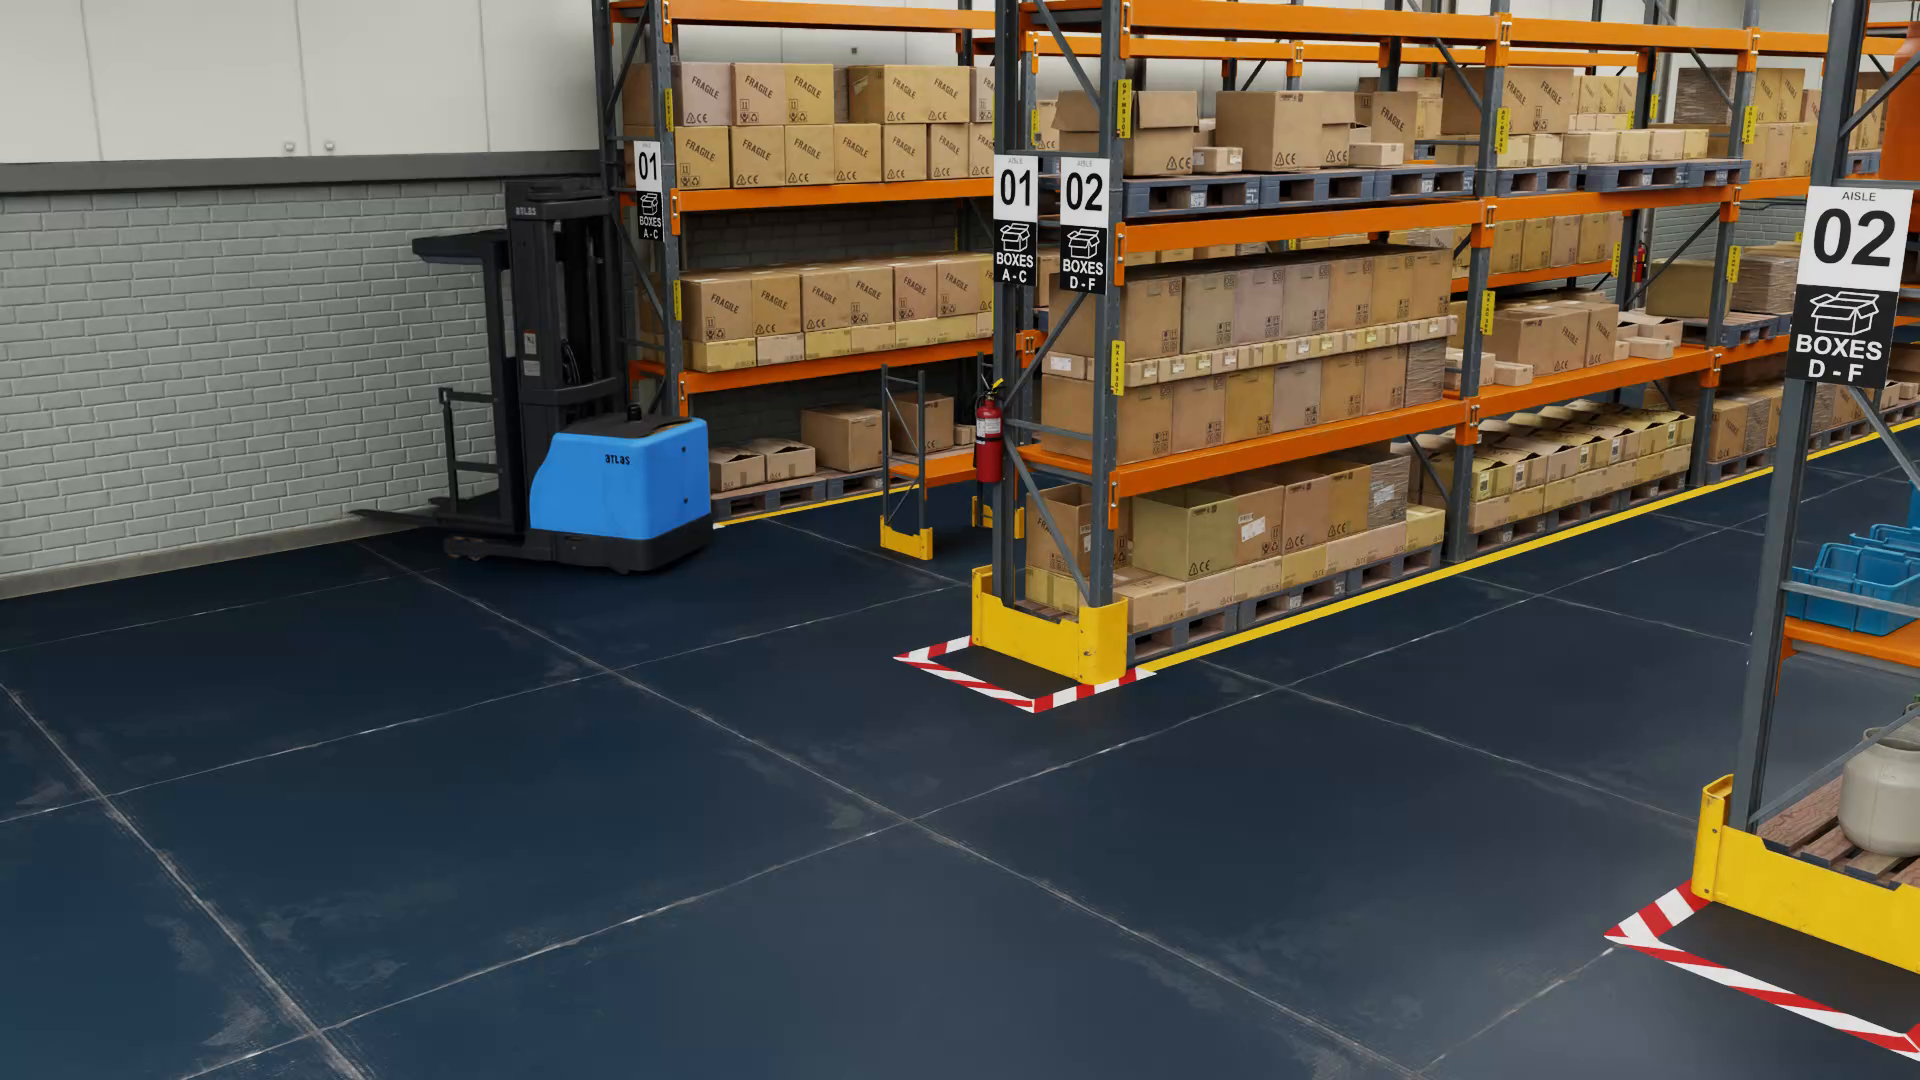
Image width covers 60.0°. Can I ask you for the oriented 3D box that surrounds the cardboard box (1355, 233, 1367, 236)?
[{"bbox_3d":[4.657,-3.771,19.792,0.500,0.250,0.500,-12,19,-39],"label":"cardboard box"}]

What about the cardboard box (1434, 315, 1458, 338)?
[{"bbox_3d":[3.538,-1.636,12.611,0.250,0.149,0.380,-13,20,-39],"label":"cardboard box"}]

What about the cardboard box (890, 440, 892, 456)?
[{"bbox_3d":[-0.871,-0.894,15.956,0.380,0.149,0.250,14,20,42],"label":"cardboard box"}]

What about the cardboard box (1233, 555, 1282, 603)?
[{"bbox_3d":[1.888,0.224,11.615,0.500,0.250,0.500,-13,19,-39],"label":"cardboard box"}]

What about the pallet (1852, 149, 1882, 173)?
[{"bbox_3d":[9.100,-3.979,17.385,1.003,0.211,1.213,-13,19,-39],"label":"pallet"}]

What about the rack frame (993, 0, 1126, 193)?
[{"bbox_3d":[0.585,-3.583,9.725,0.127,3.000,1.000,-13,19,-39],"label":"rack frame"}]

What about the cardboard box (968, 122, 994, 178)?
[{"bbox_3d":[0.128,-3.699,15.740,0.500,0.500,0.500,-12,19,-38],"label":"cardboard box"}]

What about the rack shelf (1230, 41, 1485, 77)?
[{"bbox_3d":[4.875,-5.700,19.820,4.000,0.370,1.077,-13,19,-39],"label":"rack shelf"}]

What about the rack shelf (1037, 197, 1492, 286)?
[{"bbox_3d":[2.094,-2.125,11.473,4.000,0.370,1.077,-13,19,-39],"label":"rack shelf"}]

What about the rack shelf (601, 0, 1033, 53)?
[{"bbox_3d":[-1.160,-4.536,14.695,4.000,0.370,1.077,-13,19,-39],"label":"rack shelf"}]

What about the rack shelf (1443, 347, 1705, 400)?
[{"bbox_3d":[5.112,-1.448,14.372,3.809,0.124,0.919,-13,19,-39],"label":"rack shelf"}]

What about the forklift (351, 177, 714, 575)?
[{"bbox_3d":[-3.559,-1.375,13.217,3.031,2.935,1.130,6,16,21],"label":"forklift"}]

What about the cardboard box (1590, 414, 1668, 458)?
[{"bbox_3d":[5.999,-0.959,14.955,0.500,0.311,0.500,-13,20,-40],"label":"cardboard box"}]

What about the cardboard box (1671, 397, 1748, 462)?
[{"bbox_3d":[7.151,-1.066,15.919,0.500,0.500,0.500,-12,19,-37],"label":"cardboard box"}]

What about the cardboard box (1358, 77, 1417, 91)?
[{"bbox_3d":[5.227,-5.533,20.341,0.500,0.250,0.500,-13,20,-41],"label":"cardboard box"}]

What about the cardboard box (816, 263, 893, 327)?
[{"bbox_3d":[-0.957,-2.228,15.076,0.500,0.500,0.500,-12,19,-38],"label":"cardboard box"}]

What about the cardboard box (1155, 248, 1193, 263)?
[{"bbox_3d":[2.093,-2.967,18.000,0.500,0.500,0.700,-13,19,-39],"label":"cardboard box"}]

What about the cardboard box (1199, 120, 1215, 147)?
[{"bbox_3d":[1.700,-2.702,11.327,0.500,0.311,0.500,-10,18,-33],"label":"cardboard box"}]

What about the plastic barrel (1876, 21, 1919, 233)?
[{"bbox_3d":[4.117,-1.686,6.791,0.708,0.830,0.600,-13,19,-39],"label":"plastic barrel"}]

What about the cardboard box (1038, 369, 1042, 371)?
[{"bbox_3d":[1.250,-1.556,17.753,0.500,0.500,0.700,-13,20,-40],"label":"cardboard box"}]

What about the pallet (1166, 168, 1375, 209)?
[{"bbox_3d":[2.057,-2.413,11.331,1.213,0.211,1.003,-13,19,-39],"label":"pallet"}]

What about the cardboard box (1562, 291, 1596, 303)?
[{"bbox_3d":[8.769,-3.428,23.546,0.250,0.149,0.380,-12,19,-38],"label":"cardboard box"}]

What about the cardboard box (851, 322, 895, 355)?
[{"bbox_3d":[-0.939,-1.867,15.180,0.500,0.250,0.500,-12,19,-39],"label":"cardboard box"}]

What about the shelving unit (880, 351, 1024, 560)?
[{"bbox_3d":[-0.058,-0.712,13.508,1.083,1.500,0.587,-13,19,-39],"label":"shelving unit"}]

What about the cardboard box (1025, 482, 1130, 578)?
[{"bbox_3d":[0.795,-0.070,11.260,0.500,0.500,0.500,-13,19,-39],"label":"cardboard box"}]

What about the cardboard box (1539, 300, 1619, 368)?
[{"bbox_3d":[5.365,-1.800,14.484,0.500,0.500,0.500,-14,20,-42],"label":"cardboard box"}]

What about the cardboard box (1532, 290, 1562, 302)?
[{"bbox_3d":[8.331,-3.461,23.667,0.250,0.149,0.380,-12,19,-39],"label":"cardboard box"}]

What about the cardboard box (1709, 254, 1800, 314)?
[{"bbox_3d":[7.837,-2.537,16.428,0.500,0.500,0.700,-9,17,-29],"label":"cardboard box"}]

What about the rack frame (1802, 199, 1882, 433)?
[{"bbox_3d":[9.638,-2.717,18.110,0.127,3.000,1.000,-13,19,-39],"label":"rack frame"}]

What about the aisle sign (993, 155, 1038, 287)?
[{"bbox_3d":[0.343,-1.986,10.336,0.004,0.787,0.394,-13,19,-39],"label":"aisle sign"}]

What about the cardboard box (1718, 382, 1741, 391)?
[{"bbox_3d":[7.563,-1.336,16.931,0.500,0.500,0.500,-14,20,-41],"label":"cardboard box"}]

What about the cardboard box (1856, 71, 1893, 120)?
[{"bbox_3d":[9.980,-4.788,17.917,0.500,0.500,0.700,-13,19,-39],"label":"cardboard box"}]

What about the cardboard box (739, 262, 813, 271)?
[{"bbox_3d":[-1.680,-2.241,15.124,0.500,0.500,0.500,-13,20,-41],"label":"cardboard box"}]

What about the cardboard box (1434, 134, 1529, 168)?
[{"bbox_3d":[4.074,-3.044,12.998,0.500,0.250,0.500,-10,18,-34],"label":"cardboard box"}]

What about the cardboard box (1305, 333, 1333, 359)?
[{"bbox_3d":[2.381,-1.375,11.636,0.250,0.149,0.380,-12,19,-38],"label":"cardboard box"}]

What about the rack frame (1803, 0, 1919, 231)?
[{"bbox_3d":[3.834,-2.618,6.113,0.127,3.000,1.000,-13,19,-39],"label":"rack frame"}]

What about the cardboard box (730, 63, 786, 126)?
[{"bbox_3d":[-1.808,-3.731,13.924,0.500,0.500,0.500,-13,20,-40],"label":"cardboard box"}]

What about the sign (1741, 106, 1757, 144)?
[{"bbox_3d":[6.979,-3.667,14.699,0.005,0.325,0.100,-13,19,-39],"label":"sign"}]

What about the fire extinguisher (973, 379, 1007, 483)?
[{"bbox_3d":[0.191,-0.717,10.773,0.183,0.674,0.296,-13,19,-39],"label":"fire extinguisher"}]

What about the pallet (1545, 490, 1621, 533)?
[{"bbox_3d":[5.054,-0.355,14.669,1.213,0.211,1.003,-13,19,-39],"label":"pallet"}]

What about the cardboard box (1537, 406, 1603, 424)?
[{"bbox_3d":[5.642,-1.063,15.344,0.500,0.311,0.500,-13,20,-41],"label":"cardboard box"}]

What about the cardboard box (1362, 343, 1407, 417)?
[{"bbox_3d":[2.879,-1.243,12.398,0.500,0.500,0.700,-13,20,-40],"label":"cardboard box"}]

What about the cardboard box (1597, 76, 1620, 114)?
[{"bbox_3d":[8.643,-6.089,22.751,0.500,0.500,0.500,-12,19,-38],"label":"cardboard box"}]

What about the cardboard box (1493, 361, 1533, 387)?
[{"bbox_3d":[4.406,-1.351,13.482,0.250,0.149,0.380,-13,19,-39],"label":"cardboard box"}]

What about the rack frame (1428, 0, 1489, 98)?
[{"bbox_3d":[6.383,-6.579,20.944,0.127,3.000,1.000,-13,19,-39],"label":"rack frame"}]

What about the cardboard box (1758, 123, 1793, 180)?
[{"bbox_3d":[7.312,-3.704,15.798,0.500,0.500,0.910,-13,19,-39],"label":"cardboard box"}]

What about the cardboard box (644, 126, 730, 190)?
[{"bbox_3d":[-2.253,-3.163,13.735,0.500,0.500,0.500,-12,19,-38],"label":"cardboard box"}]

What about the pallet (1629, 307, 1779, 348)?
[{"bbox_3d":[7.086,-2.075,16.079,1.003,0.211,1.213,-13,19,-39],"label":"pallet"}]

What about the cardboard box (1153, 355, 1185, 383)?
[{"bbox_3d":[1.220,-1.116,10.664,0.250,0.149,0.380,-13,20,-41],"label":"cardboard box"}]

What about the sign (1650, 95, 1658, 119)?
[{"bbox_3d":[9.747,-6.089,23.359,0.005,0.325,0.100,-13,19,-39],"label":"sign"}]

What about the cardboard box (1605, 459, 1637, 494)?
[{"bbox_3d":[5.616,-0.605,14.716,0.500,0.250,0.500,-12,19,-38],"label":"cardboard box"}]

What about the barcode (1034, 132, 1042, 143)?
[{"bbox_3d":[0.496,-2.559,10.580,0.075,0.075,0.001,-13,19,-39],"label":"barcode"}]

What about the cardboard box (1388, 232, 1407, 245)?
[{"bbox_3d":[5.064,-3.498,20.224,0.500,0.500,0.500,-12,19,-38],"label":"cardboard box"}]

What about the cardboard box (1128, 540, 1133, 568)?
[{"bbox_3d":[1.165,0.206,11.681,0.500,0.250,0.500,-13,19,-39],"label":"cardboard box"}]

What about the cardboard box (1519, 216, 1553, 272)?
[{"bbox_3d":[7.358,-4.037,22.470,0.700,0.700,0.980,-13,20,-41],"label":"cardboard box"}]

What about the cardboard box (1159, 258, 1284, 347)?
[{"bbox_3d":[1.759,-1.621,11.297,0.500,0.500,0.700,-13,19,-39],"label":"cardboard box"}]
